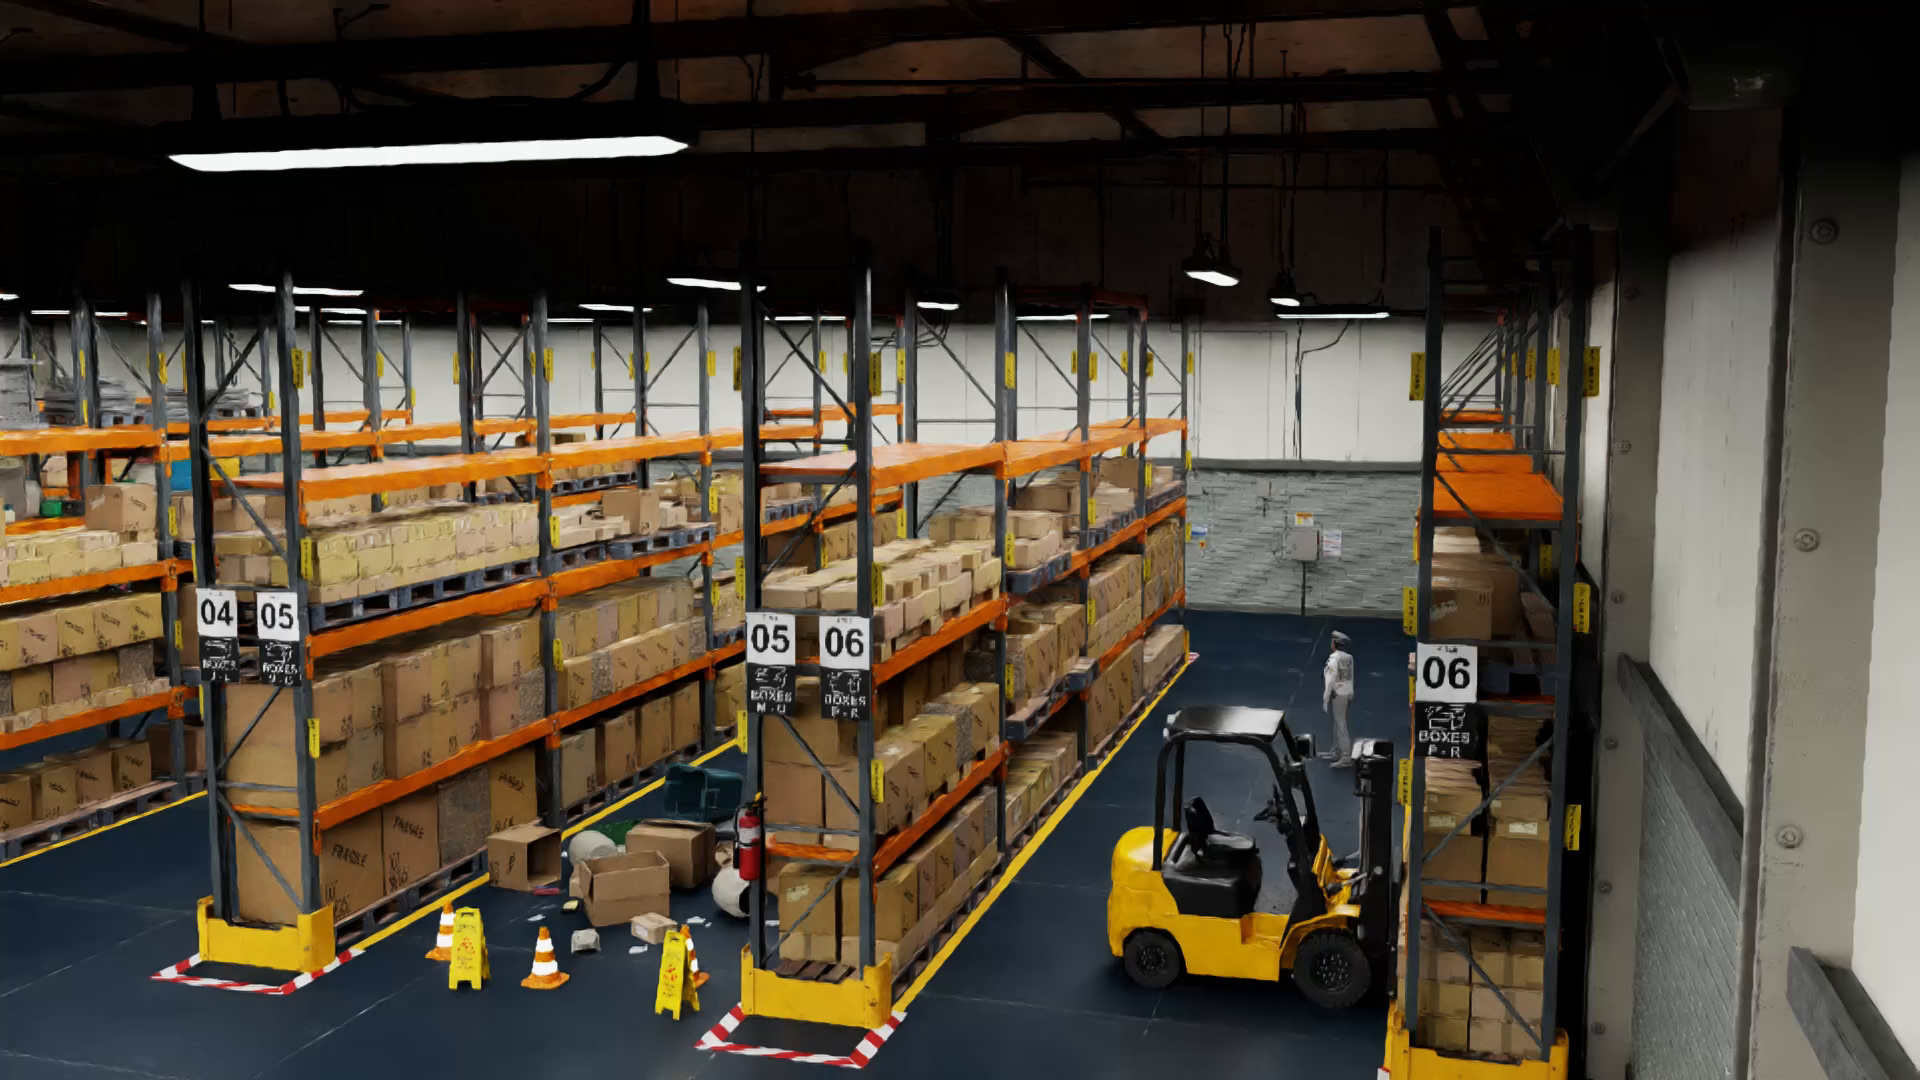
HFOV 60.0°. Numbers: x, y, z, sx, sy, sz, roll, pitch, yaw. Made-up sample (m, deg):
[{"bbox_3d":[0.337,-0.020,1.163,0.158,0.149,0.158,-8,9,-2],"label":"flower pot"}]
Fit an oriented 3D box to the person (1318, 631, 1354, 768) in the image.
[{"bbox_3d":[4.748,1.984,20.953,0.550,1.663,0.585,5,8,37],"label":"person"}]
